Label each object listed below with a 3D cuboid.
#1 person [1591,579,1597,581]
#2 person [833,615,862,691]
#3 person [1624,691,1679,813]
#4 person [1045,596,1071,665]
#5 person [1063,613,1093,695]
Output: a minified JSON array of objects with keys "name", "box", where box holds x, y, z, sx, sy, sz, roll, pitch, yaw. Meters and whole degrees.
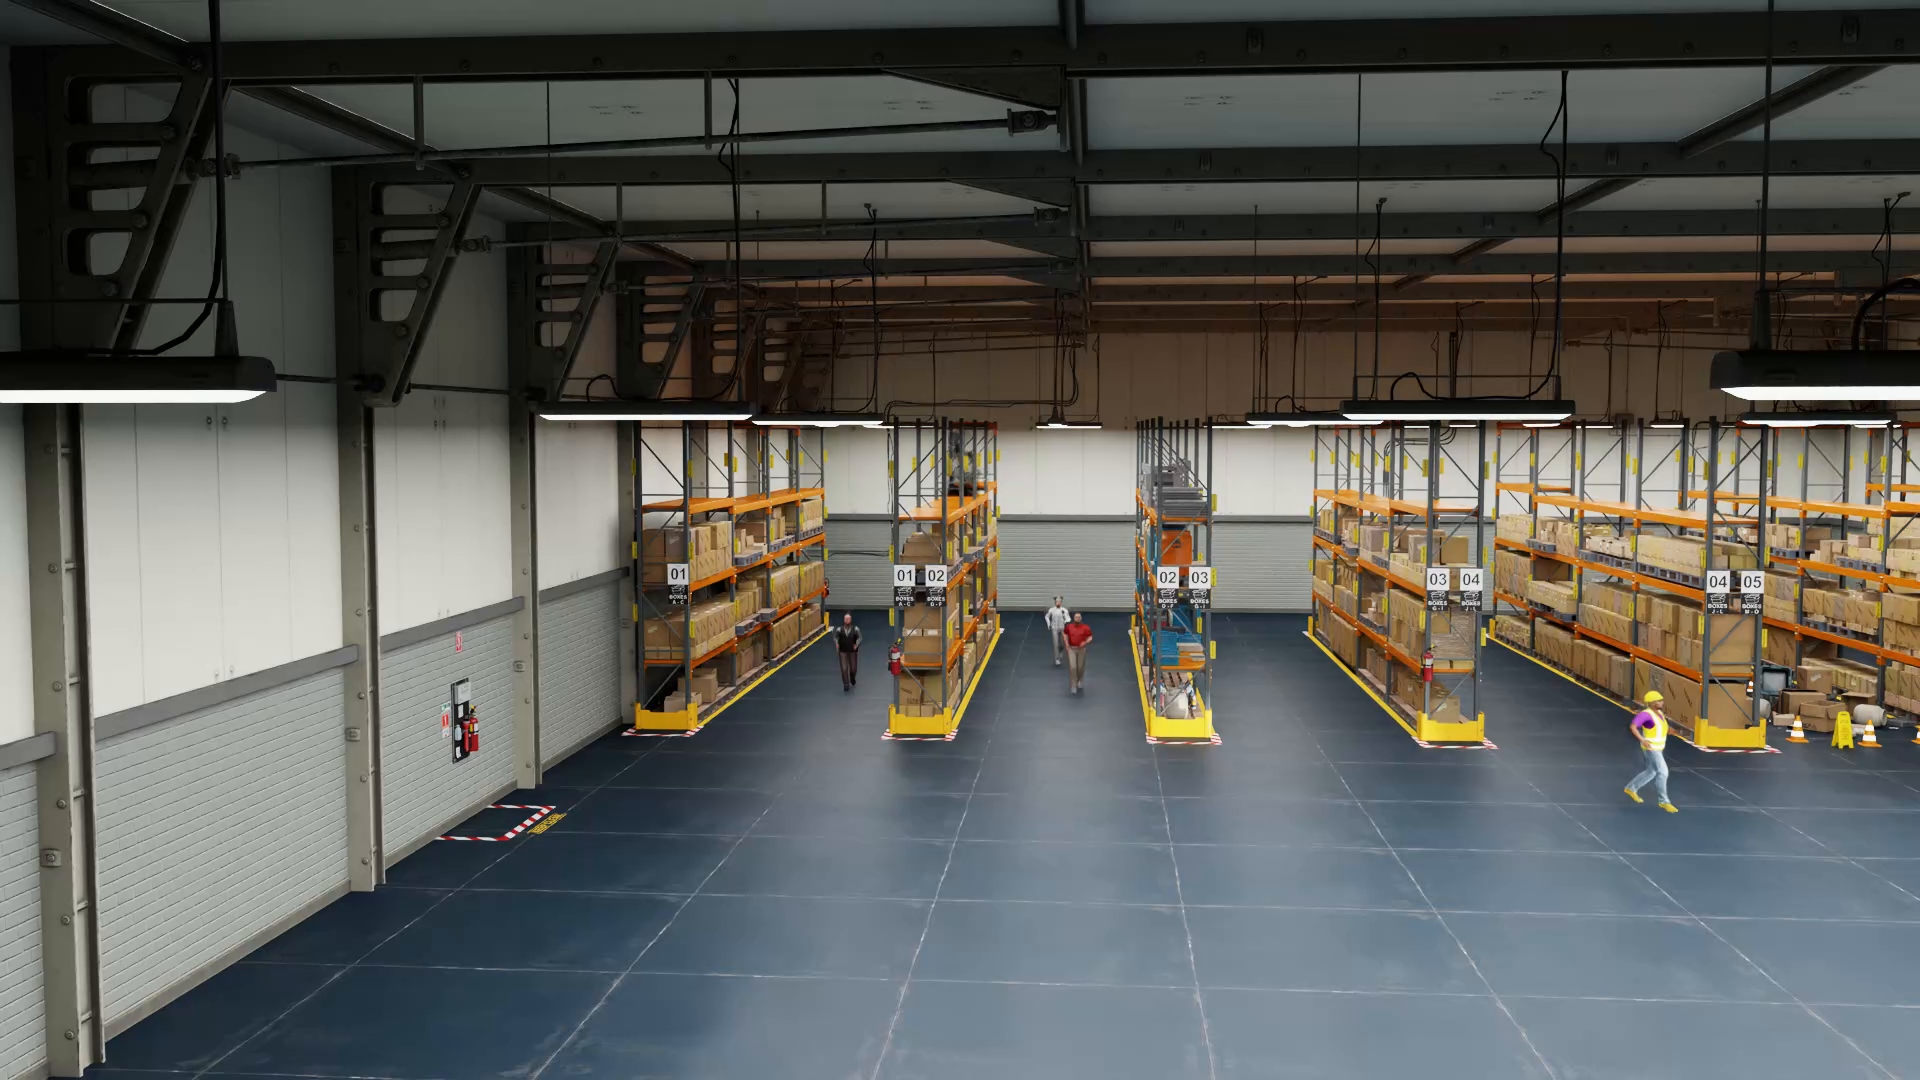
[{"name":"person","box":[17.141,1.908,45.061,0.684,1.743,0.618,0,4,-5]},{"name":"person","box":[-2.492,2.483,36.798,0.660,1.674,0.626,0,4,-3]},{"name":"person","box":[10.499,3.180,25.209,0.841,1.789,0.688,3,5,37]},{"name":"person","box":[2.417,2.203,40.970,0.624,1.669,0.875,0,4,-2]},{"name":"person","box":[2.587,2.474,36.590,0.664,1.757,0.858,0,4,5]}]
